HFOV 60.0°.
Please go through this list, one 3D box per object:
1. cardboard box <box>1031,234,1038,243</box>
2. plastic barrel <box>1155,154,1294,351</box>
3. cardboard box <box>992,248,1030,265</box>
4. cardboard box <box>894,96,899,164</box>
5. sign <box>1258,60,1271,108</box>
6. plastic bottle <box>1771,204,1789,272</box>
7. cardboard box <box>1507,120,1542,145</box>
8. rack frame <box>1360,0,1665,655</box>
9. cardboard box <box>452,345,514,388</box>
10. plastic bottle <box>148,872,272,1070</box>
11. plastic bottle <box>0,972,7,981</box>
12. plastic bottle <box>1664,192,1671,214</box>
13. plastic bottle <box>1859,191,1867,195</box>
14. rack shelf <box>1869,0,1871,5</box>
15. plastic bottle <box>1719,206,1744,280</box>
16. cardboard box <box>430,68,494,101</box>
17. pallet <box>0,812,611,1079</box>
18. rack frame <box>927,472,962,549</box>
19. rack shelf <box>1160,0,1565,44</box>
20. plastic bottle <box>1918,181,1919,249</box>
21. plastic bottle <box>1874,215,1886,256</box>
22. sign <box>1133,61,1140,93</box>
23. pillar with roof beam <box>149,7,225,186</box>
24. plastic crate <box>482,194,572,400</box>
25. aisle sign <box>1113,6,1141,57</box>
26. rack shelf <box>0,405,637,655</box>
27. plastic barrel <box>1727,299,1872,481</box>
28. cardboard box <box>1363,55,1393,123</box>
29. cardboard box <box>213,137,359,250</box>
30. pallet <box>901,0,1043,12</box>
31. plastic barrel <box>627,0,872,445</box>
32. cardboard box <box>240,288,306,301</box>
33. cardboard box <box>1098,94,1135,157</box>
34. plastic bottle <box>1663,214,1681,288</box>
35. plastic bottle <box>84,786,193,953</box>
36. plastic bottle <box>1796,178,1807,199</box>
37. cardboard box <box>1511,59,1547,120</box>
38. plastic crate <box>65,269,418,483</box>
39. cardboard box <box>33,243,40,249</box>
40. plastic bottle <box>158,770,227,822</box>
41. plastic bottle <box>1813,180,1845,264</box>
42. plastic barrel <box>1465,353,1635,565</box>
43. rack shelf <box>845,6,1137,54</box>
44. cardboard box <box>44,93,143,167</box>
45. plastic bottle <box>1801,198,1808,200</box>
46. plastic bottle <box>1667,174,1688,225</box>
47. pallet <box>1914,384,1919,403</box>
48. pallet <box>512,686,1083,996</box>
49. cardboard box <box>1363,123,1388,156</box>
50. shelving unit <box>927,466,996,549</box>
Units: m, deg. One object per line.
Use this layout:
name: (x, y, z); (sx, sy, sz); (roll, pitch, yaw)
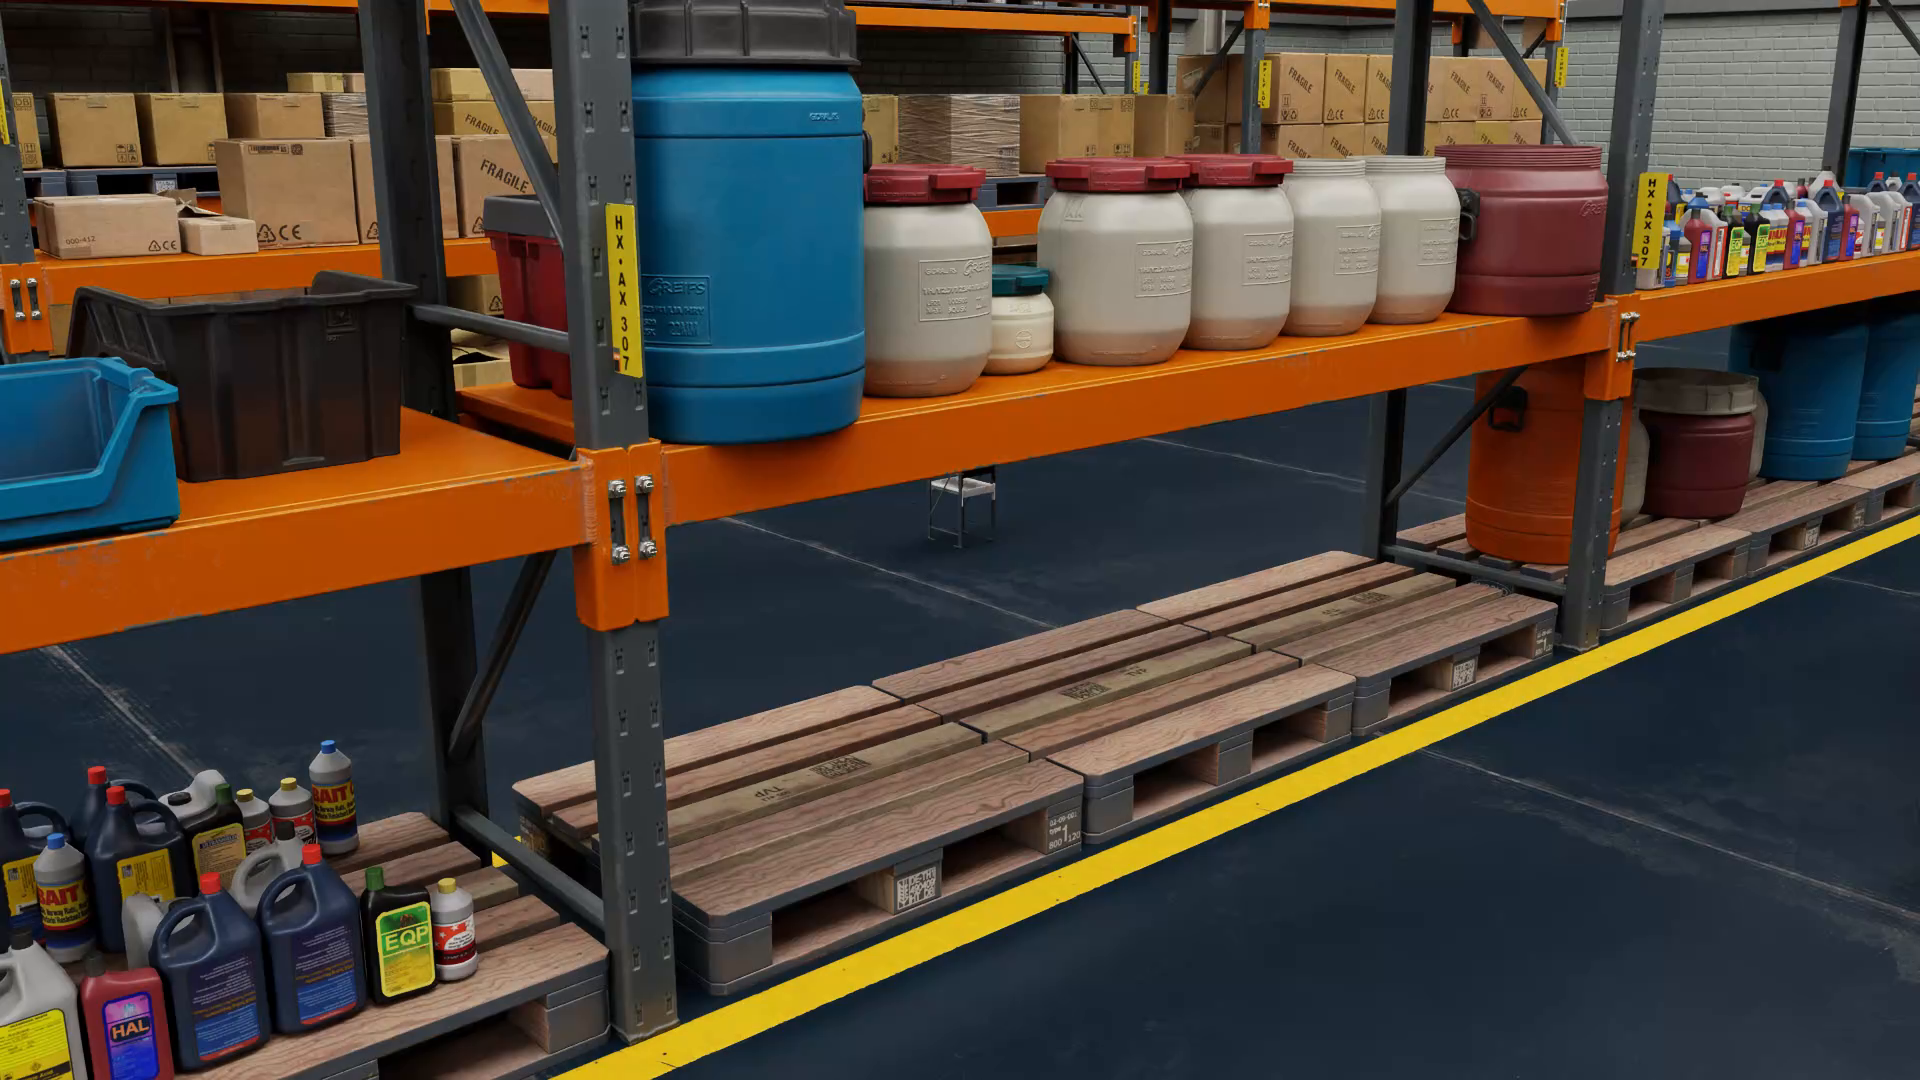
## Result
cardboard box: (0.711, -3.188, 17.902); (0.500, 0.500, 0.700); (-13, 20, -40)
plastic barrel: (0.748, -0.837, 4.806); (0.433, 0.535, 0.433); (0, 15, 0)
cardboard box: (0.131, -1.852, 11.410); (0.500, 0.250, 0.500); (-13, 20, -40)
cardboard box: (-1.046, -3.971, 16.224); (0.700, 0.700, 0.980); (-12, 19, -39)
sign: (2.155, -3.226, 11.771); (0.005, 0.325, 0.100); (-13, 19, -39)
plastic bottle: (3.361, -1.251, 6.869); (0.097, 0.271, 0.097); (0, 15, 0)
cardboard box: (4.647, -3.371, 14.365); (0.500, 0.500, 0.500); (-12, 19, -38)
rack frame: (2.020, -1.132, 6.174); (0.127, 3.000, 1.000); (-13, 19, -39)
cardboard box: (-2.613, -0.846, 8.534); (0.500, 0.311, 0.500); (-12, 19, -38)
plastic bottle: (-1.439, 0.811, 3.182); (0.185, 0.351, 0.144); (-14, 20, -42)
plastic bottle: (-1.770, 0.883, 3.044); (0.133, 0.283, 0.061); (-13, 19, -39)
plastic bottle: (3.141, -1.424, 7.493); (0.133, 0.283, 0.061); (-13, 19, -39)
plastic bottle: (4.200, -1.491, 7.769); (0.097, 0.271, 0.097); (0, 15, 0)
rack shelf: (6.546, -3.250, 9.685); (4.000, 0.370, 1.077); (-13, 19, -39)
plastic bottle: (3.038, -1.178, 6.573); (0.133, 0.283, 0.061); (-13, 19, -39)
cardboard box: (-3.950, -3.656, 13.362); (0.500, 0.250, 0.500); (-12, 19, -38)
pallet: (-1.532, 0.999, 3.601); (1.213, 0.211, 1.003); (-13, 19, -39)
rack frame: (-0.071, -0.419, 7.575); (0.006, 0.900, 0.240); (-13, 19, -39)
rack shelf: (3.297, -4.215, 13.297); (4.000, 0.370, 1.077); (-13, 19, -39)
plastic bottle: (4.558, -1.566, 7.895); (0.185, 0.351, 0.144); (-13, 19, -39)
plastic bottle: (4.125, -1.388, 7.520); (0.097, 0.201, 0.097); (0, 15, 0)
sign: (1.897, -4.981, 17.884); (0.005, 0.325, 0.100); (-13, 19, -39)
pillar with roof beam: (-3.206, -5.069, 9.288); (0.400, 9.000, 9.100); (-13, 19, -39)
plastic crate: (-0.834, -0.626, 4.159); (0.583, 0.464, 0.402); (-13, 19, -39)
aisle sign: (1.803, -5.625, 17.959); (0.004, 0.787, 0.394); (-13, 19, -39)
rack shelf: (-2.507, 0.232, 2.461); (4.000, 0.370, 1.077); (-13, 19, -39)
plastic barrel: (4.081, -0.789, 8.145); (0.708, 0.901, 0.600); (-13, 19, -39)
cardboard box: (3.106, -3.505, 12.928); (0.500, 0.500, 0.500); (-13, 20, -41)
cardboard box: (-3.259, -1.683, 8.046); (0.500, 0.500, 0.500); (-11, 18, -35)
pallet: (0.078, -5.486, 16.836); (1.213, 0.211, 1.003); (-13, 19, -39)
plastic barrel: (-0.508, -0.703, 3.596); (0.708, 0.901, 0.600); (-13, 19, -39)
cardboard box: (-5.458, -1.868, 12.923); (0.500, 0.500, 0.700); (-13, 20, -39)
cardboard box: (0.807, -2.860, 11.636); (0.500, 0.500, 0.700); (-9, 17, -31)
plastic bottle: (2.664, -1.094, 6.283); (0.097, 0.271, 0.097); (0, 15, 0)
plastic bottle: (-1.785, 0.697, 3.607); (0.185, 0.351, 0.144); (-13, 19, -39)
plastic bottle: (4.380, -1.751, 8.719); (0.133, 0.283, 0.061); (-13, 19, -39)
cardboard box: (4.651, -3.854, 14.235); (0.500, 0.500, 0.500); (-13, 20, -40)
plastic crate: (-1.476, -0.360, 3.406); (0.504, 0.338, 0.767); (-13, 19, -39)
cardboard box: (-6.627, -1.953, 11.787); (0.500, 0.250, 0.500); (-13, 20, -41)
plastic bottle: (-1.752, 0.678, 3.824); (0.135, 0.276, 0.152); (-12, 19, -37)
plastic bottle: (3.728, -1.379, 7.197); (0.185, 0.351, 0.144); (-13, 19, -39)
plastic barrel: (2.377, -0.372, 6.722); (0.708, 0.830, 0.600); (-13, 19, -39)
rack shelf: (0.043, -5.178, 16.905); (4.000, 0.370, 1.077); (-13, 19, -39)
cardboard box: (-6.192, -2.934, 11.875); (0.500, 0.500, 0.700); (-10, 18, -32)
plastic bottle: (4.258, -1.626, 8.409); (0.097, 0.201, 0.097); (0, 15, 0)
plastic bottle: (3.294, -1.526, 7.745); (0.185, 0.351, 0.144); (-13, 19, -39)
pallet: (6.487, -0.802, 10.343); (1.213, 0.211, 1.003); (-13, 19, -39)
pallet: (-0.431, 0.753, 4.523); (1.213, 0.211, 1.003); (-13, 19, -39)
cardboard box: (3.115, -3.027, 13.077); (0.500, 0.500, 0.500); (-13, 20, -40)
shelving unit: (0.006, -0.436, 7.639); (0.210, 0.900, 0.258); (-13, 19, -39)
